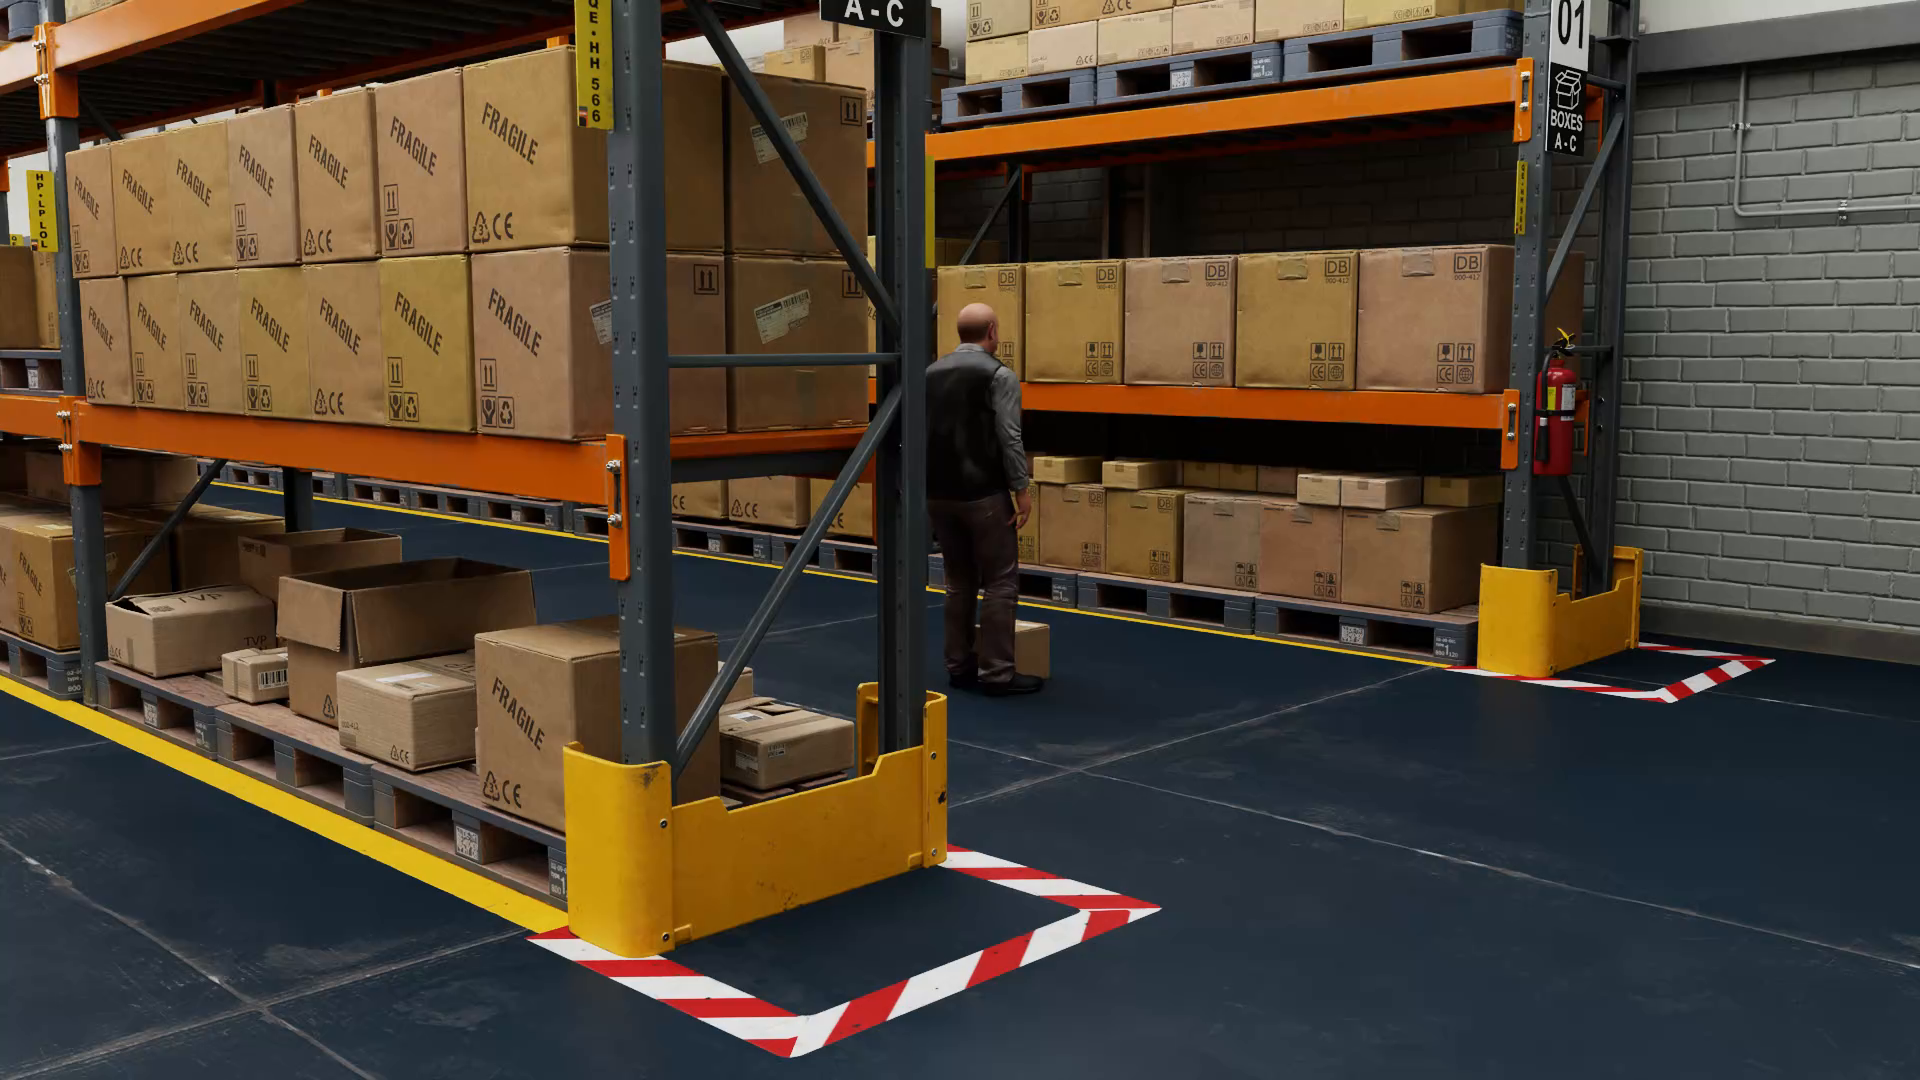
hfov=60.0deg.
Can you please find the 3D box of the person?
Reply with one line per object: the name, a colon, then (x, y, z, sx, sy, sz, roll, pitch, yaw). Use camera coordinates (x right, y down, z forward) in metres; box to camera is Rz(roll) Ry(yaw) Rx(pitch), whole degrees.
person: (0.064, -0.189, 7.408, 0.592, 1.718, 0.474, 6, 9, 40)
